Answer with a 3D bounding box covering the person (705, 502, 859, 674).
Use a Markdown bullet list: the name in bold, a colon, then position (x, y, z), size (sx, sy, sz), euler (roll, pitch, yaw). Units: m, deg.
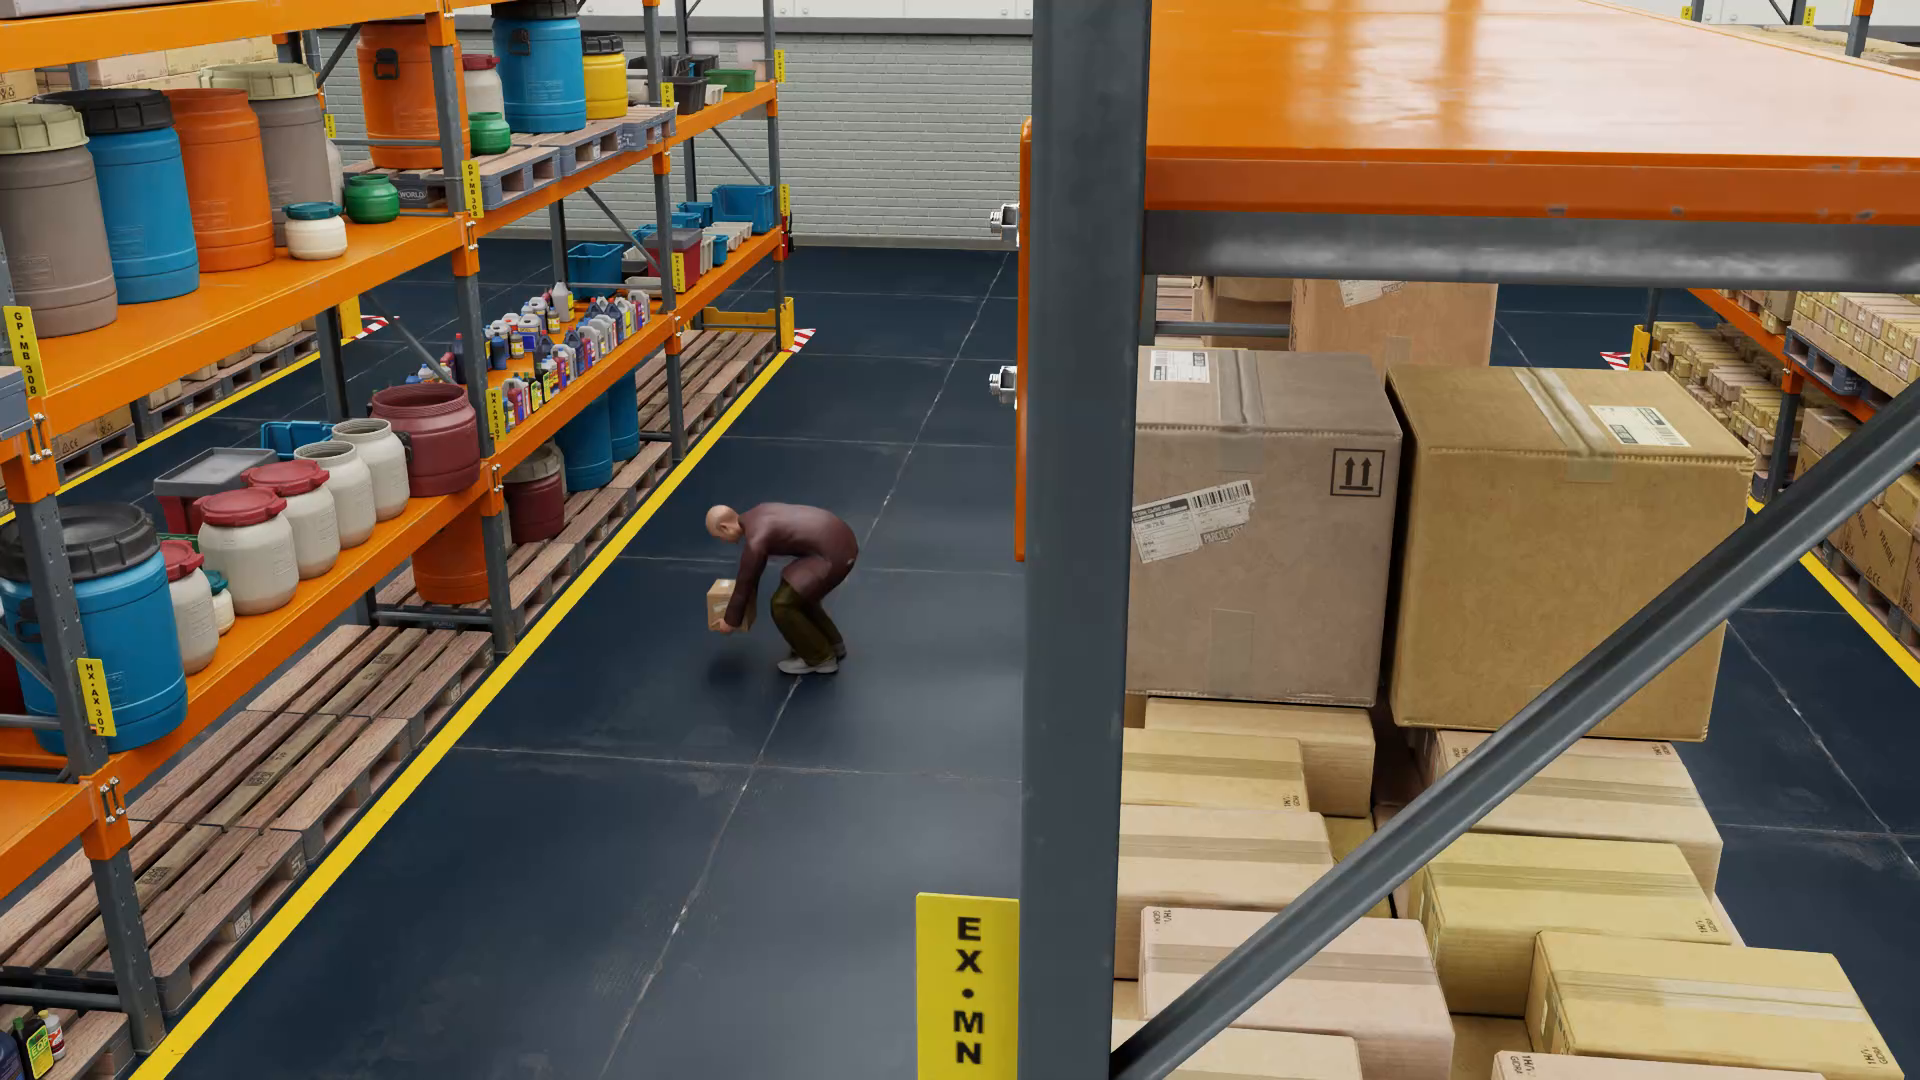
- **person**: position (-1.099, 0.282, 10.386), size (0.942, 1.048, 0.592), euler (1, 21, 4)
